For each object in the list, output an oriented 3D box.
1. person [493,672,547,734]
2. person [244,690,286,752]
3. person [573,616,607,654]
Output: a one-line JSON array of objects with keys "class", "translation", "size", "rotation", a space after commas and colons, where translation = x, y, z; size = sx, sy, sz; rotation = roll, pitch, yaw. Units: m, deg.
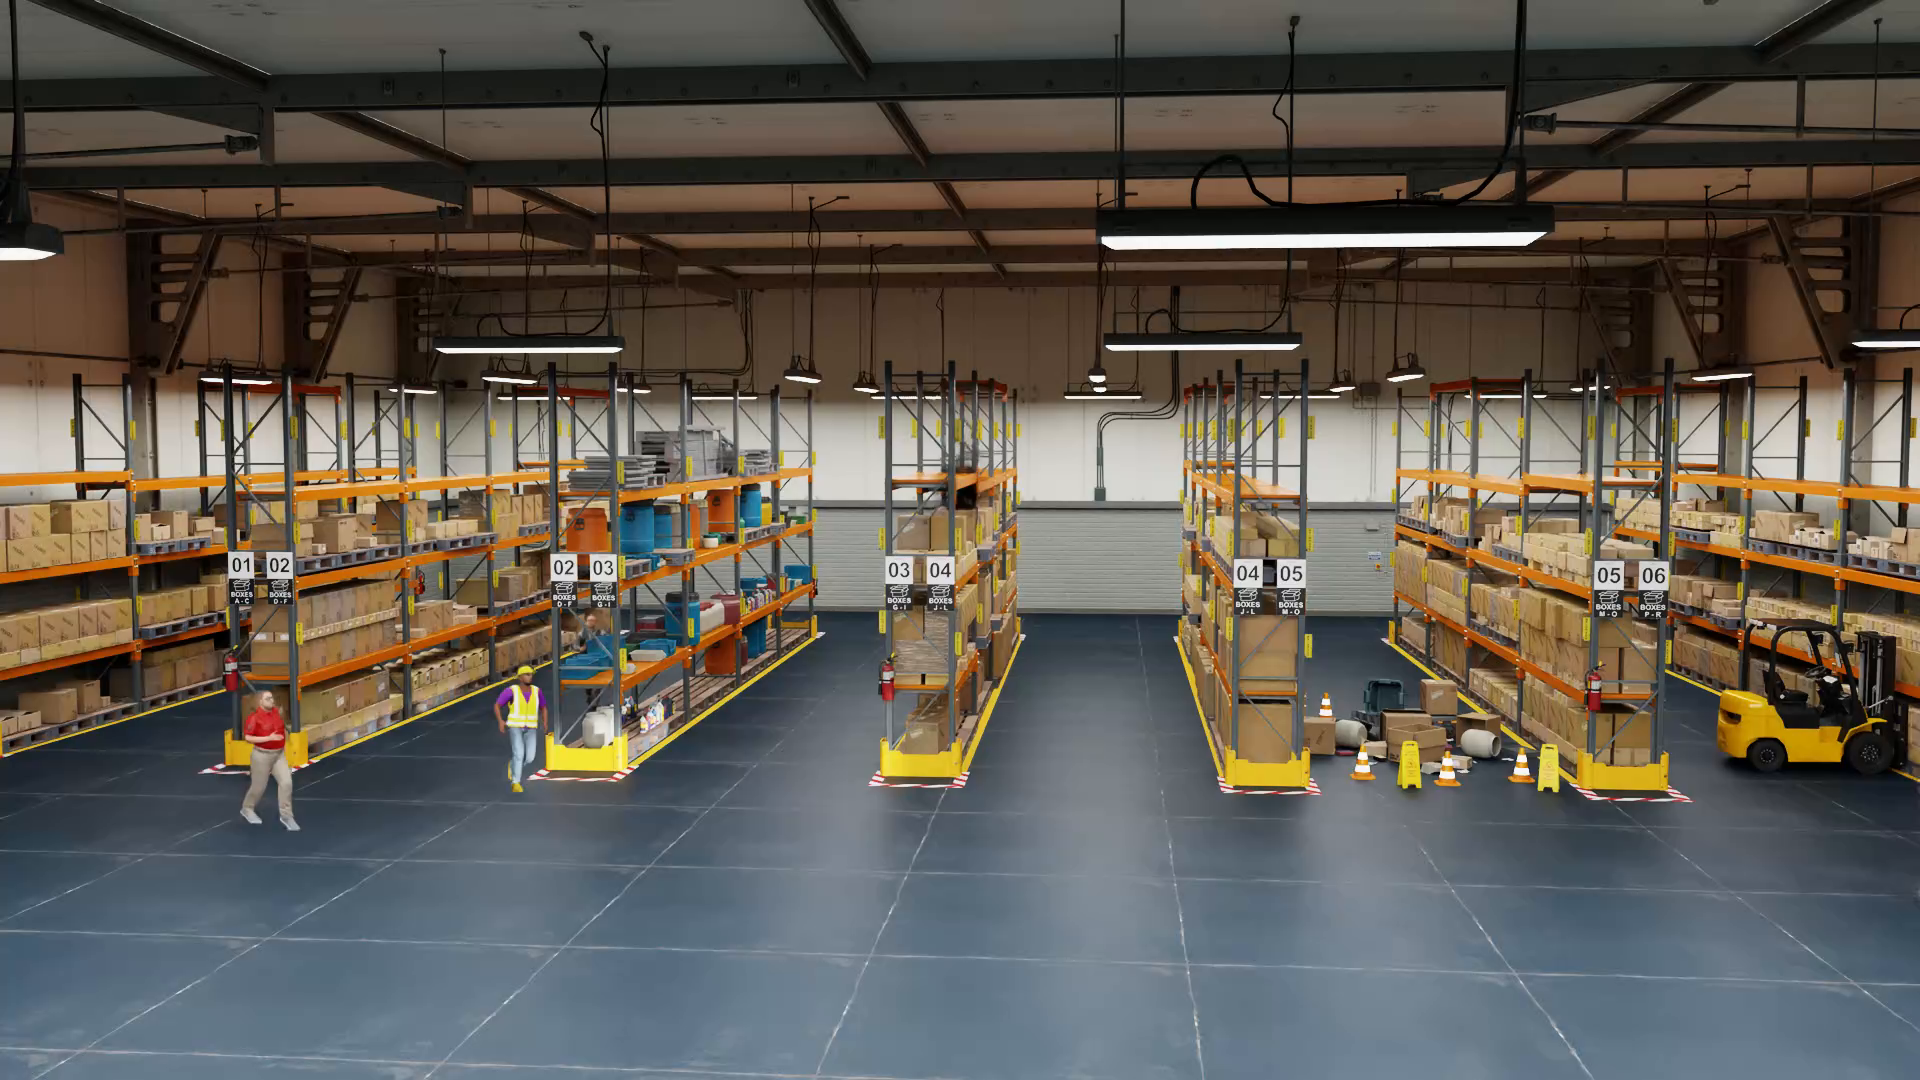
[{"class": "person", "translation": [-6.119, 2.260, 23.264], "size": [0.754, 0.902, 0.407], "rotation": [-2, 5, -34]}, {"class": "person", "translation": [-8.644, 2.290, 20.808], "size": [0.666, 0.821, 0.649], "rotation": [2, 4, 30]}, {"class": "person", "translation": [-6.535, 1.763, 29.463], "size": [0.669, 0.830, 0.585], "rotation": [0, 4, -2]}]
